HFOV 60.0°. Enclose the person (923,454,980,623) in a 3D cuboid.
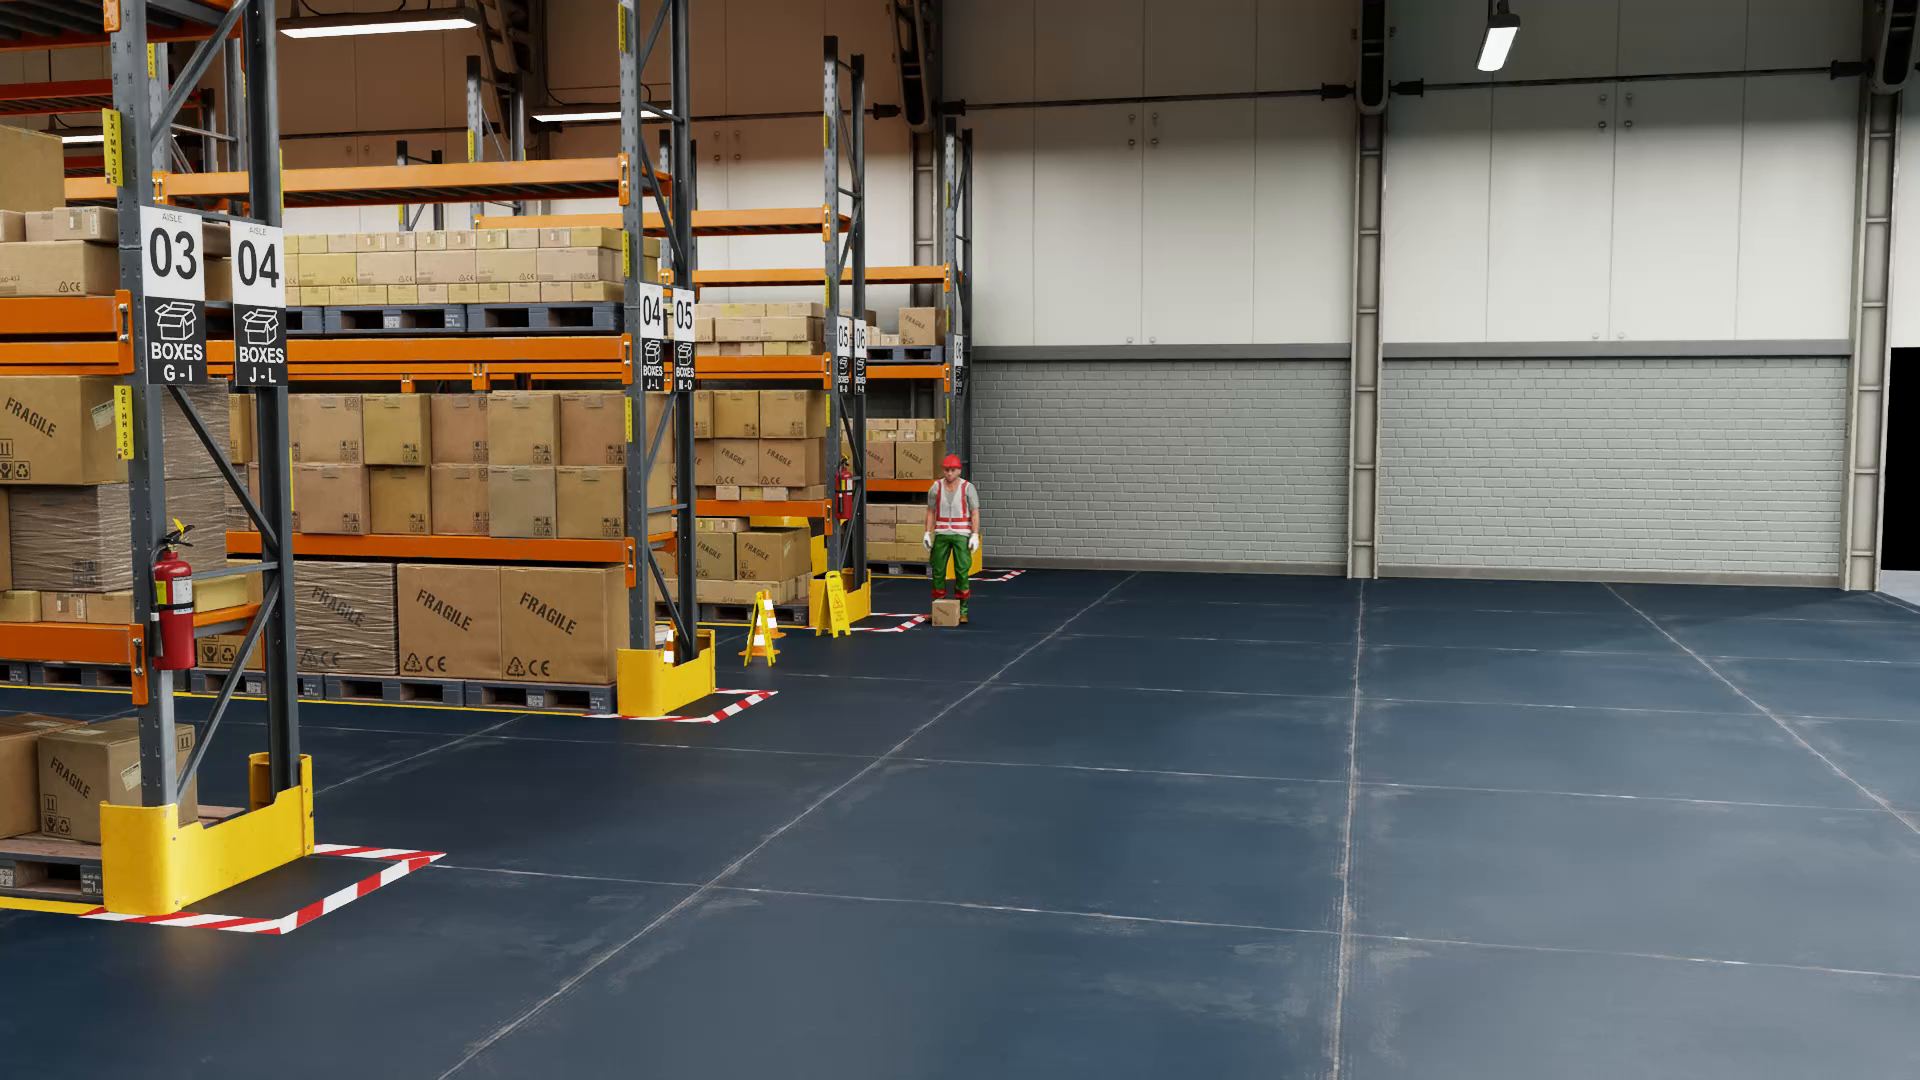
[{"bbox_3d":[-0.092,-0.015,17.557,0.610,1.779,0.454,1,5,13],"label":"person"}]
